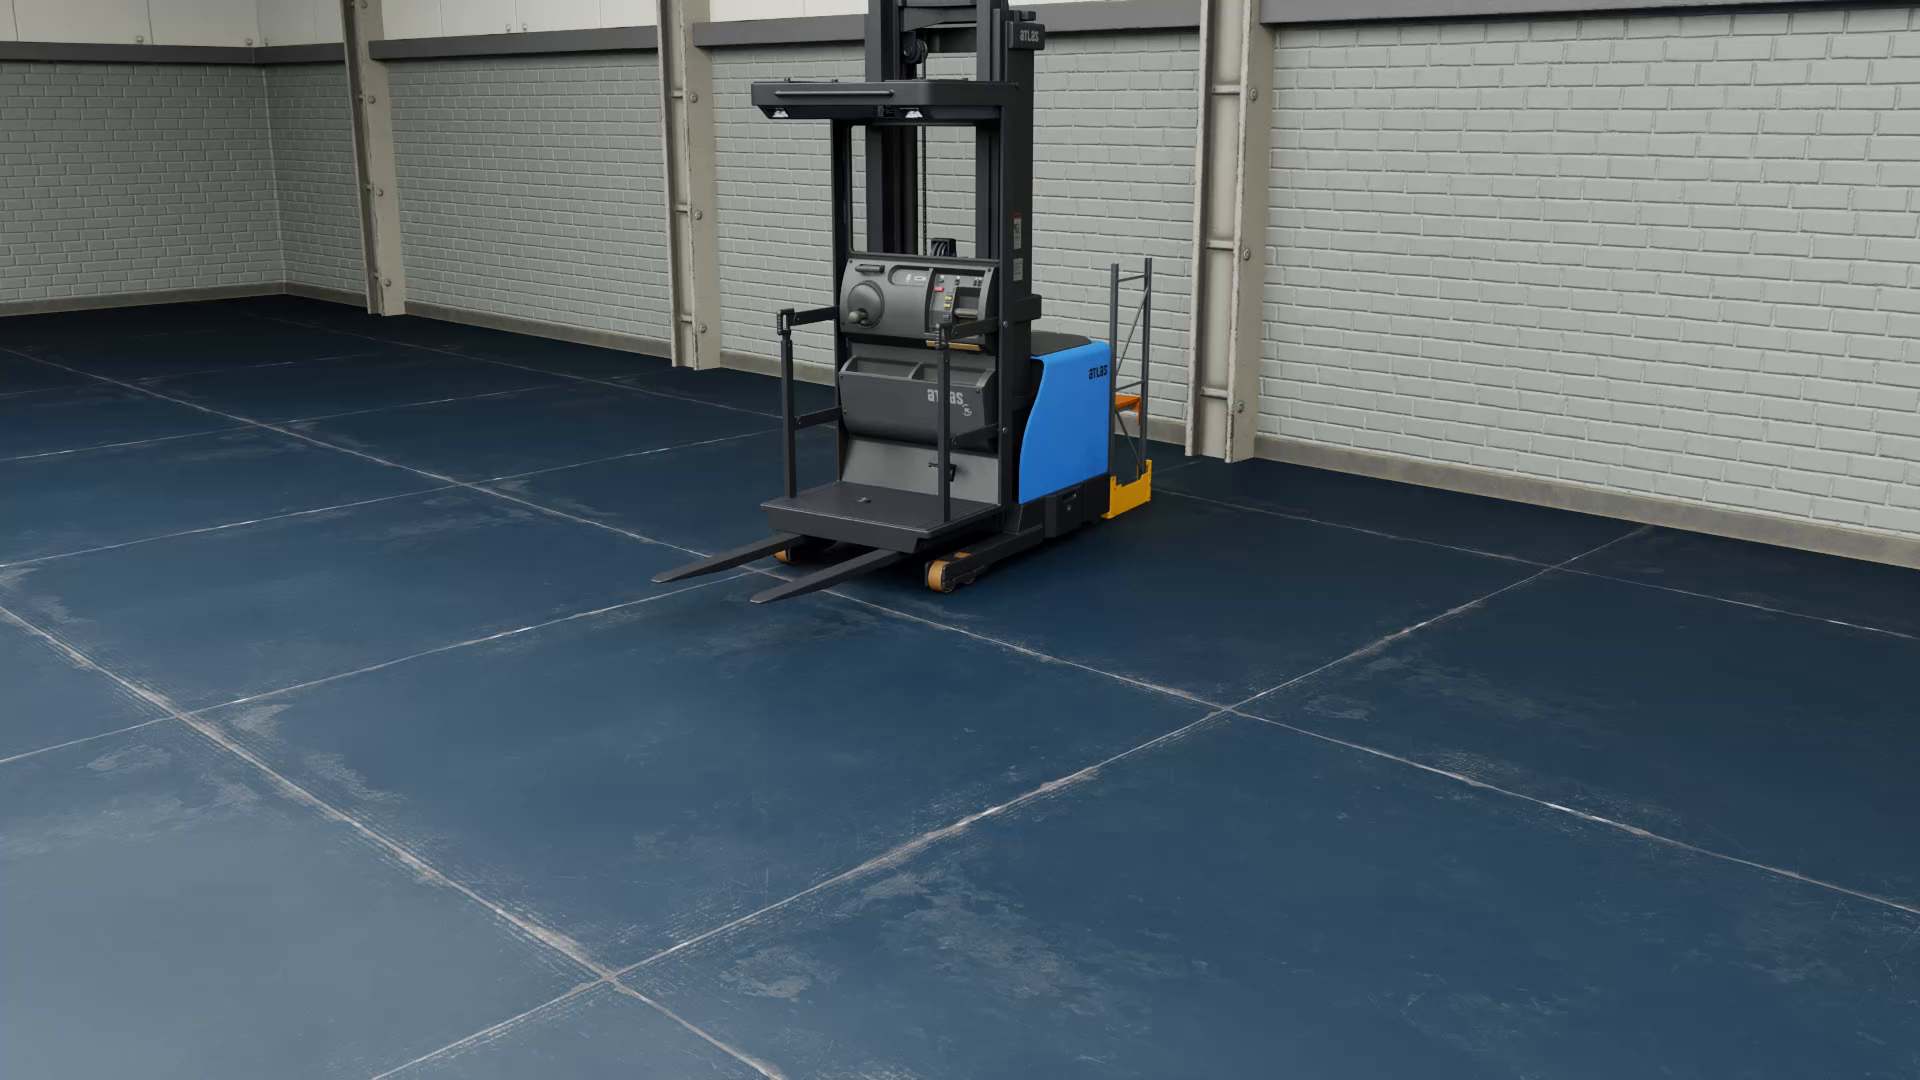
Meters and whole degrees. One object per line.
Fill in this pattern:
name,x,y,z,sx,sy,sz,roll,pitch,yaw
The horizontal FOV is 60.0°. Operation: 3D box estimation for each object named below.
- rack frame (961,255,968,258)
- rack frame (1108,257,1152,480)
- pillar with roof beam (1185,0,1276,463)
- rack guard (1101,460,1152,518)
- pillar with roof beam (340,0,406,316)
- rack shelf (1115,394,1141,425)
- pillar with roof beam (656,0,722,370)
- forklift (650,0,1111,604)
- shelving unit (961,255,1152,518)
rack frame,0.145,-1.055,10.504,0.032,1.500,0.500,9,17,30
rack frame,1.014,-0.922,9.994,0.032,1.500,0.500,9,17,30
pillar with roof beam,-1.154,-4.167,7.579,0.400,9.000,9.100,14,20,42
rack guard,1.012,-0.317,10.151,0.087,0.250,0.587,9,17,30
pillar with roof beam,-9.793,-6.268,15.639,0.400,9.000,9.100,14,20,42
rack shelf,0.579,-0.814,10.294,1.000,0.185,0.538,9,17,30
pillar with roof beam,-5.474,-5.217,11.609,0.400,9.000,9.100,14,20,42
forklift,-0.347,-1.286,8.553,1.130,2.935,3.031,9,17,32
shelving unit,0.587,-0.987,10.244,1.083,1.500,0.587,9,17,30
